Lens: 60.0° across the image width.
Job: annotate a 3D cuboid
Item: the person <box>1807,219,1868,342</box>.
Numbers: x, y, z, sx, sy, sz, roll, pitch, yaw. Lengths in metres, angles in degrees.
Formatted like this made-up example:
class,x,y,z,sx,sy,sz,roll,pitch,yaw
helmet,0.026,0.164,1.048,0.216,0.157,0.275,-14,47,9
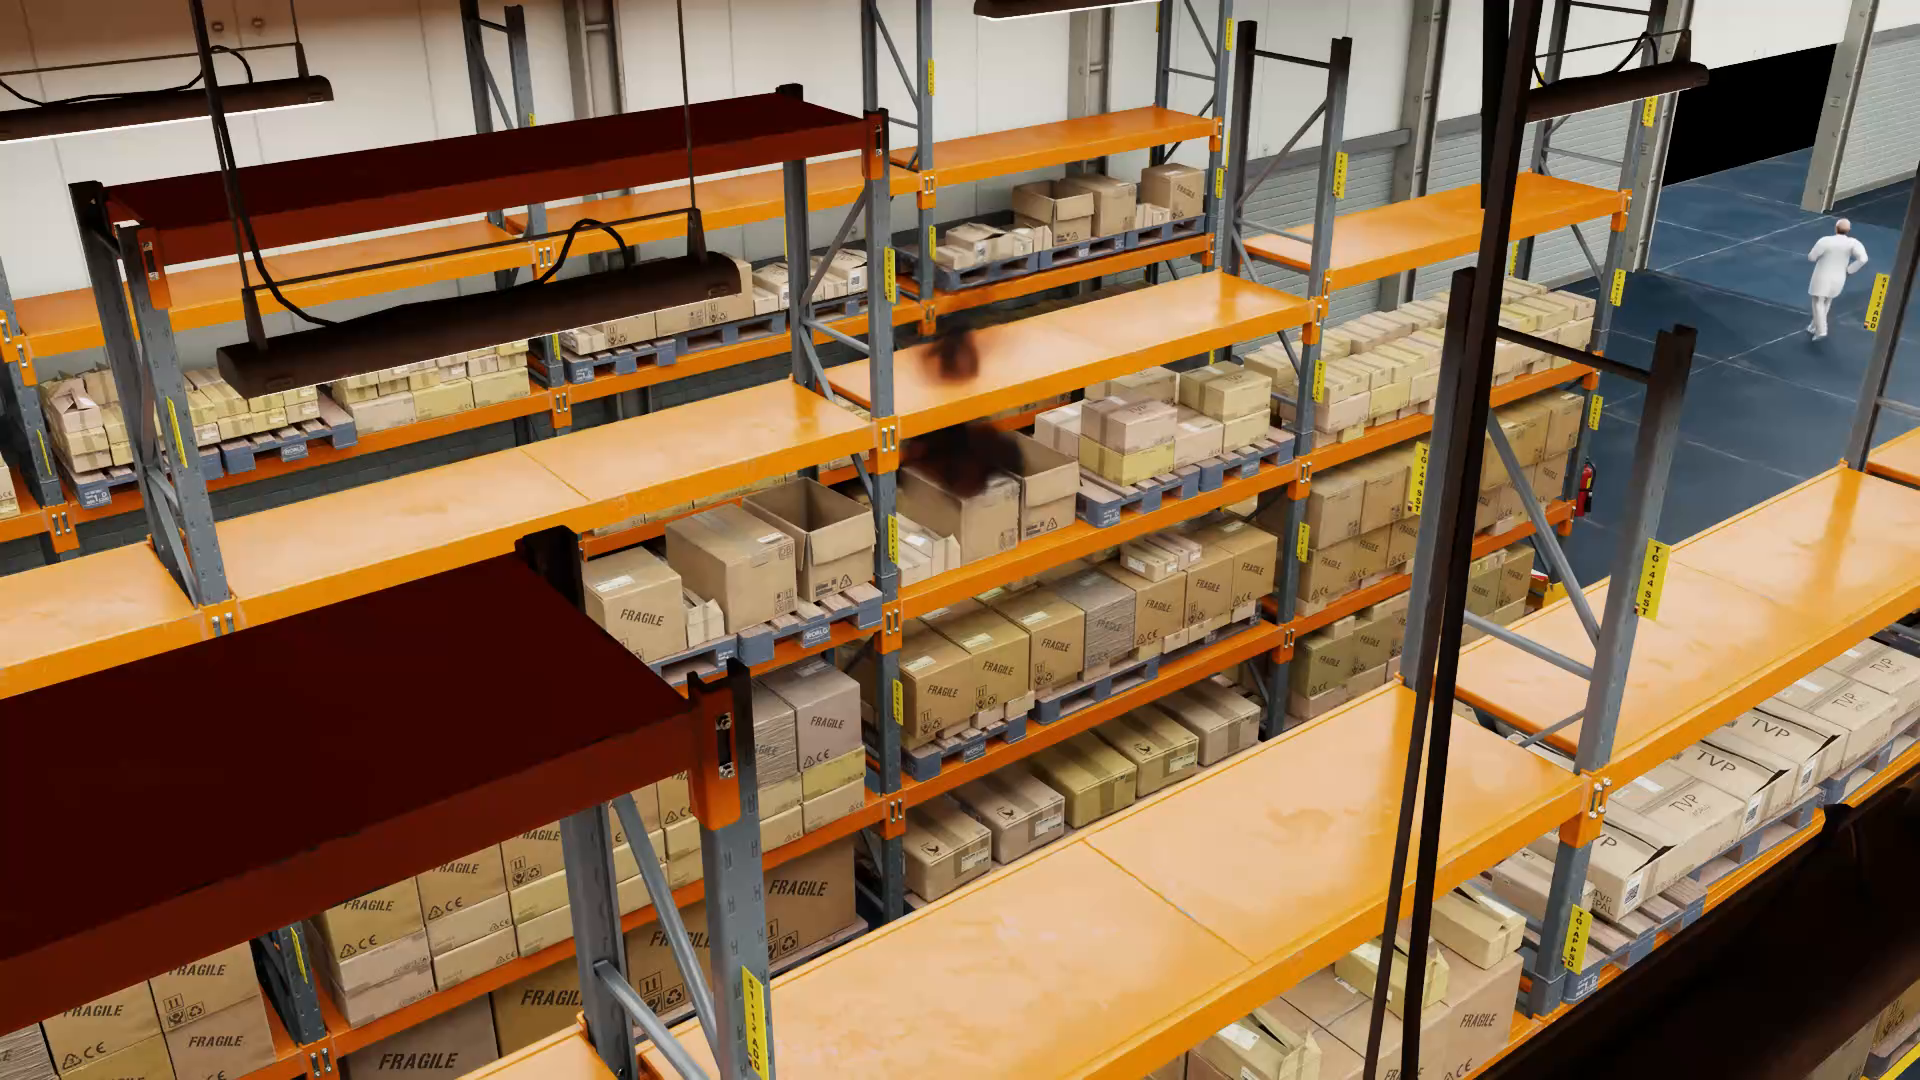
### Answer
class,x,y,z,sx,sy,sz,roll,pitch,yaw
person,12.300,-3.680,23.531,0.707,1.775,1.017,4,26,9
